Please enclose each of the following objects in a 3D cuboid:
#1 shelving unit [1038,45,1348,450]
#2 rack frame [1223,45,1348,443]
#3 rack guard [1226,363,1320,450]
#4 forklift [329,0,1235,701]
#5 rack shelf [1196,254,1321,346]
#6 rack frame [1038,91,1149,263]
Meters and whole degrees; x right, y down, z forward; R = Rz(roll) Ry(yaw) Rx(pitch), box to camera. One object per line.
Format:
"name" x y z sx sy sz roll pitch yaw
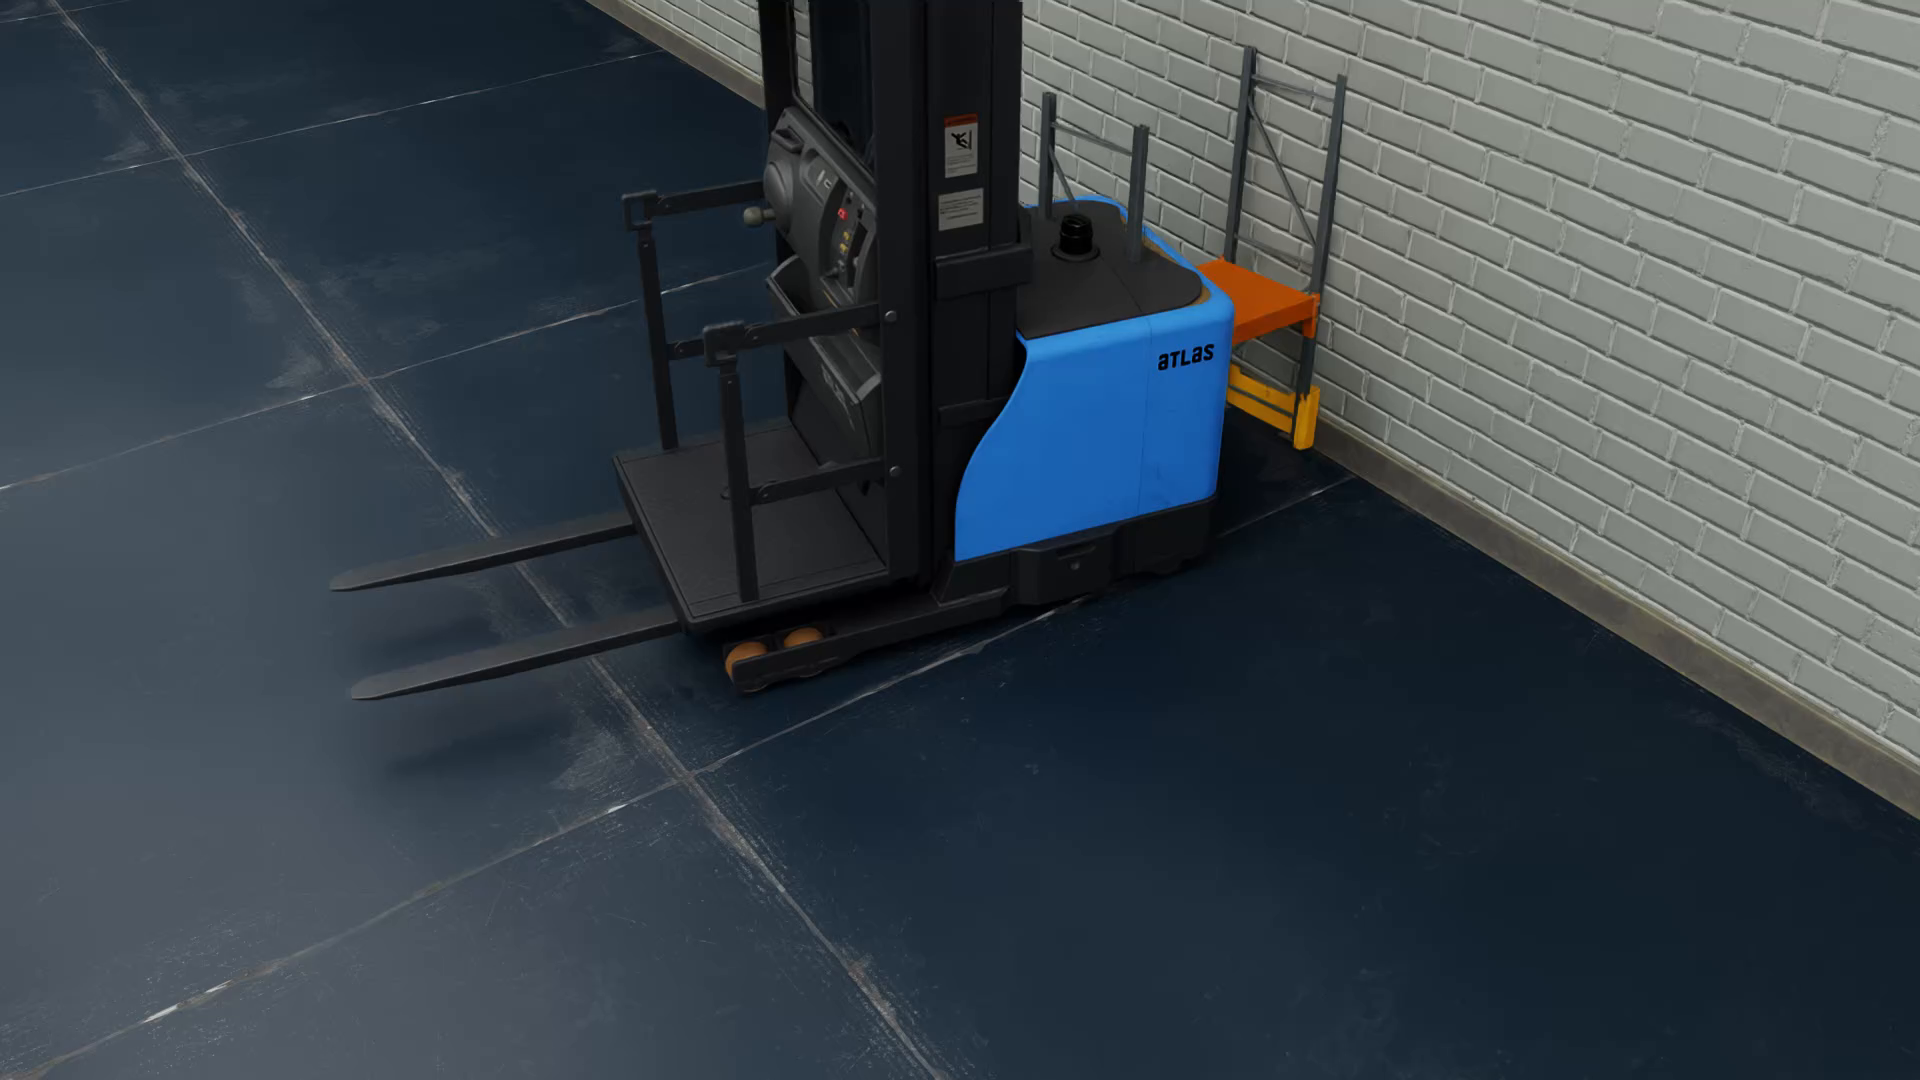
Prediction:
"shelving unit" 0.847 -0.975 6.271 1.083 1.500 0.587 -22 38 -33
"rack frame" 1.237 -1.133 6.540 0.032 1.500 0.500 -22 38 -33
"rack guard" 1.228 -0.599 6.865 0.087 0.250 0.587 -22 38 -33
"forklift" -0.630 -1.035 5.178 3.031 2.935 1.130 -14 38 -18
"rack shelf" 0.838 -0.818 6.360 1.000 0.185 0.538 -22 38 -33
"rack frame" 0.444 -0.811 5.992 0.032 1.500 0.500 -22 38 -33
